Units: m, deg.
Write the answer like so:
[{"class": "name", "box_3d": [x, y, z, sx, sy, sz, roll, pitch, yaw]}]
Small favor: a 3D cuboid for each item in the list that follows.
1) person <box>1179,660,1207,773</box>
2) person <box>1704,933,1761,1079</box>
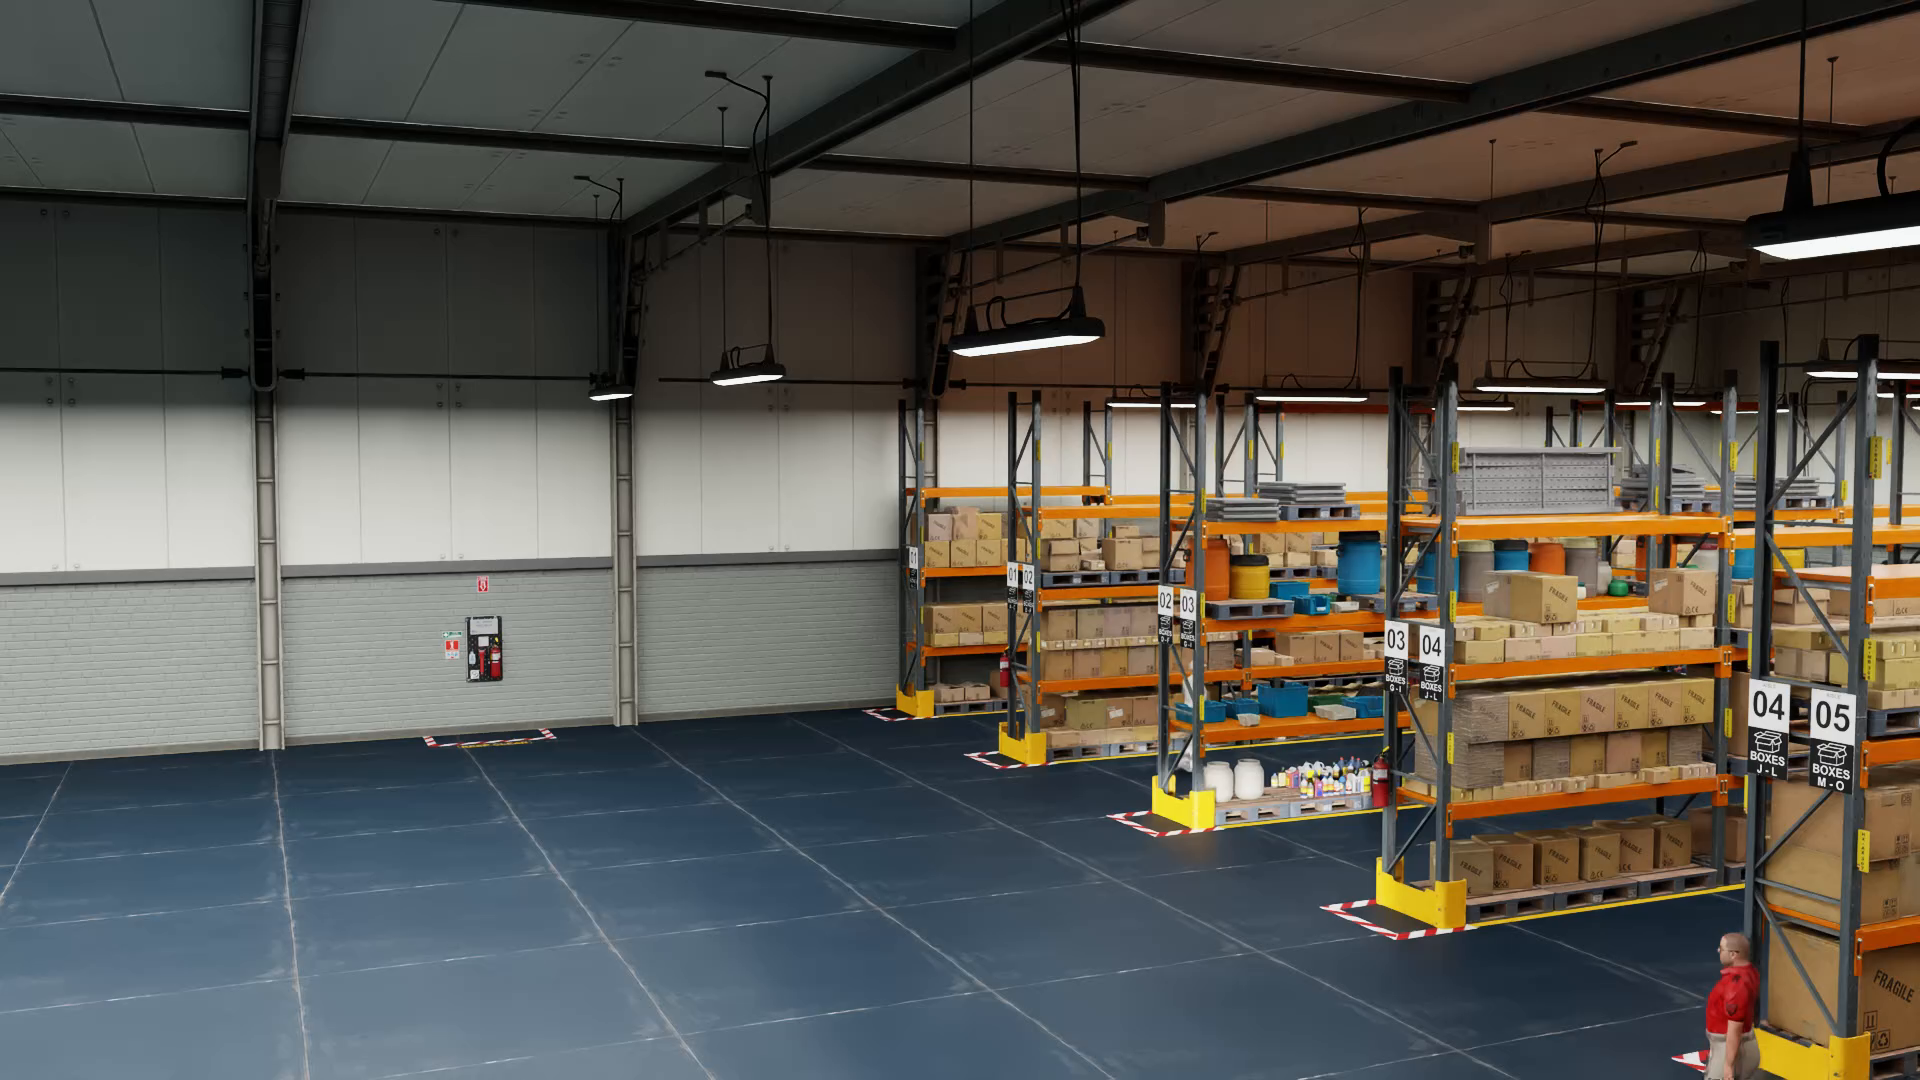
[{"class": "person", "box_3d": [3.639, 2.754, 26.007, 0.551, 1.788, 0.574, -1, 4, -20]}, {"class": "person", "box_3d": [5.483, 3.597, 11.674, 0.640, 1.706, 0.564, 1, 4, 22]}]
